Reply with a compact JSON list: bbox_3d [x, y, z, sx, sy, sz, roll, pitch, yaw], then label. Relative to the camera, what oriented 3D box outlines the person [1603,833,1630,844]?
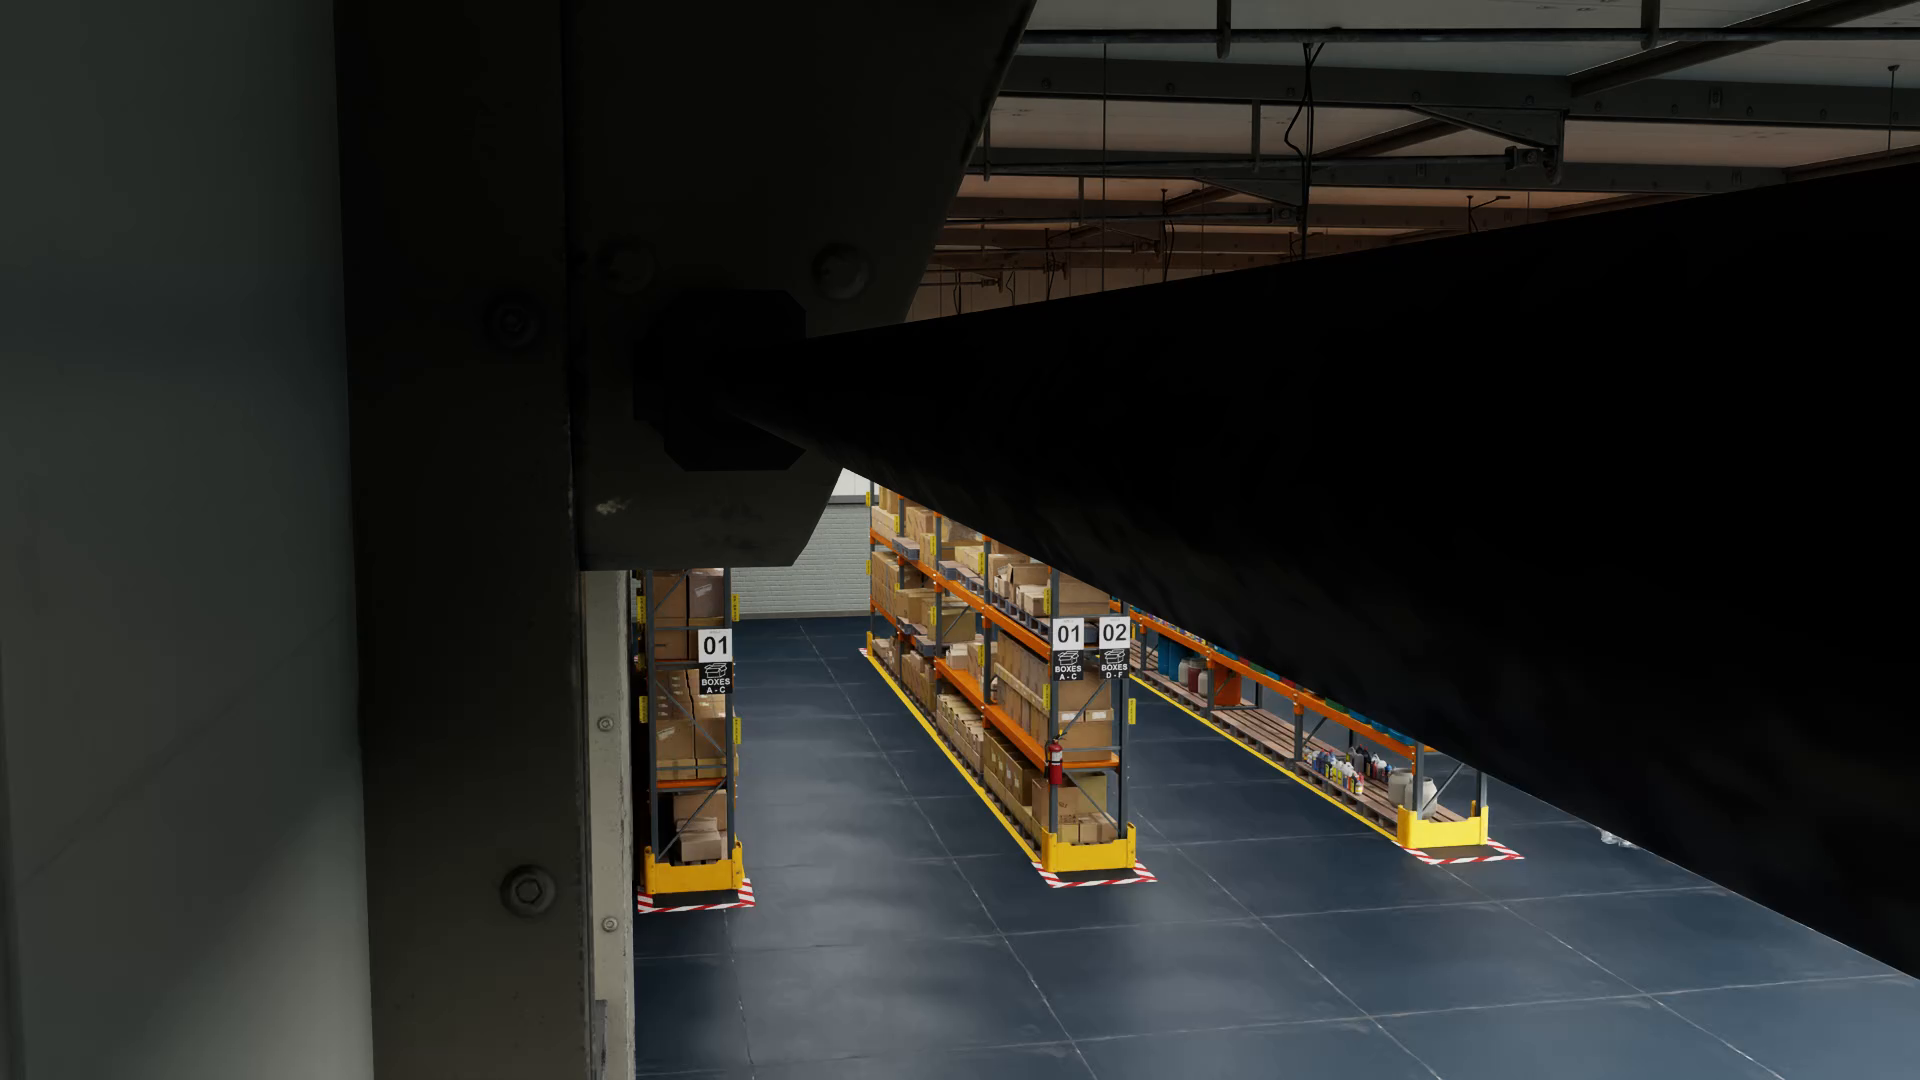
[{"bbox_3d":[8.782,3.245,22.035,0.394,1.619,0.501,-5,8,-41],"label":"person"}]
